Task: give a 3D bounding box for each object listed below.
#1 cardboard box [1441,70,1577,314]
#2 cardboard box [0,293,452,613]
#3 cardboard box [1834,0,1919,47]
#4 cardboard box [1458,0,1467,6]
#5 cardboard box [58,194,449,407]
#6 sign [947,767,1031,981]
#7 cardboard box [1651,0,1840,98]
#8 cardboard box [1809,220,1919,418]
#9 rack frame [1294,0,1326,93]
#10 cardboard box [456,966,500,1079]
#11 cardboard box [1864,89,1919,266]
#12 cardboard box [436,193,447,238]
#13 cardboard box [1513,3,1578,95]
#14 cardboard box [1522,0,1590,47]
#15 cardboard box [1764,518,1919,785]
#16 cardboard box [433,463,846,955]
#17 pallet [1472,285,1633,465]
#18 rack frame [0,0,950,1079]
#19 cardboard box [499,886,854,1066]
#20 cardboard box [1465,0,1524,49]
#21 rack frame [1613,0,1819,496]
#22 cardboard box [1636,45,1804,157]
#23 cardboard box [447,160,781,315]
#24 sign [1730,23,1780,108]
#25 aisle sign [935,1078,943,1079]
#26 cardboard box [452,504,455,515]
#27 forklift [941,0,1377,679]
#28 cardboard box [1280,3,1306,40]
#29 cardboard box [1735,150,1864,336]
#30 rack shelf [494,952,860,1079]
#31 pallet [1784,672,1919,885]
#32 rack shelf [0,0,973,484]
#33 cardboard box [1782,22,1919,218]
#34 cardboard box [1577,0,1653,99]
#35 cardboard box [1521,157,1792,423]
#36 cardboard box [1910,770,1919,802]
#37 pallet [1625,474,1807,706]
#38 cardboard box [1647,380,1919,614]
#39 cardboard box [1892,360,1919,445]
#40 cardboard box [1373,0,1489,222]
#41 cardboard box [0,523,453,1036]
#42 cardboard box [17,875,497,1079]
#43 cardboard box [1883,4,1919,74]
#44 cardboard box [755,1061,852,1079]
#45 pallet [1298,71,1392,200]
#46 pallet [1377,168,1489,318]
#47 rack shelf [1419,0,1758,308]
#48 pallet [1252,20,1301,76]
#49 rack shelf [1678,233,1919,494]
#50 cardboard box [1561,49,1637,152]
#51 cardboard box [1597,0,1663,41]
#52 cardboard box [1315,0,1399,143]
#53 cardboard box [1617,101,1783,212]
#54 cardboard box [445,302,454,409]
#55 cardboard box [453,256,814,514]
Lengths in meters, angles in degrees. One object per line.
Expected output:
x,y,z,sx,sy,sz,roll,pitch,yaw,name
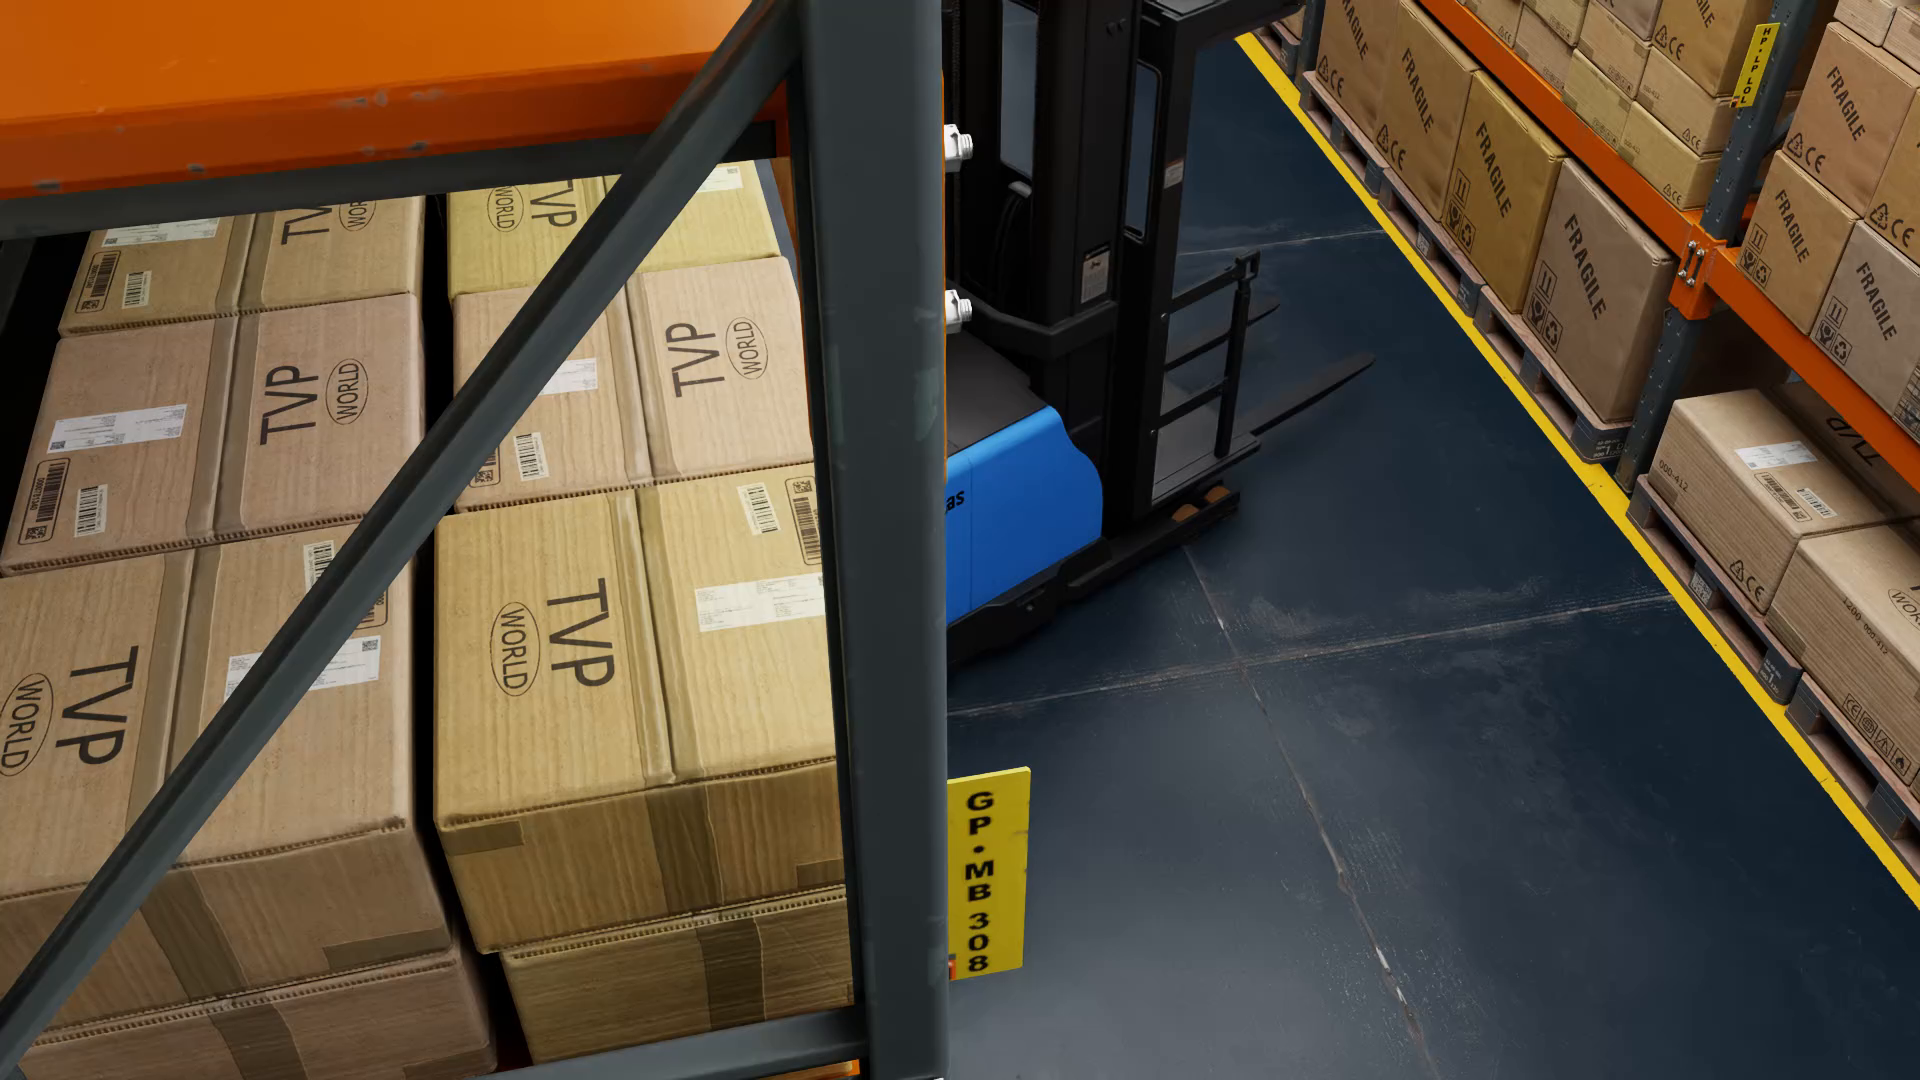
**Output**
3.056,-1.771,8.270,0.875,0.875,0.875,-7,42,-8,cardboard box
-0.992,-0.077,2.330,0.500,0.250,0.500,-10,42,-11,cardboard box
3.285,-1.846,5.753,0.380,0.149,0.250,-9,42,-10,cardboard box
2.703,-2.946,8.423,0.500,0.250,0.500,-7,42,-8,cardboard box
-1.113,-0.410,2.705,0.500,0.250,0.500,-8,42,-9,cardboard box
0.018,0.346,1.683,0.100,0.325,0.005,-8,42,-9,sign
3.129,-2.099,6.527,0.500,0.500,0.500,-7,42,-8,cardboard box
3.421,-0.803,5.820,0.500,0.500,0.500,-8,42,-9,cardboard box
2.607,-4.027,9.527,1.000,3.000,0.127,-8,42,-9,rack frame
-0.807,0.670,2.165,0.380,0.149,0.250,-7,42,-8,cardboard box
3.440,-1.174,5.484,0.500,0.500,0.500,-9,42,-10,cardboard box
-1.195,-0.738,3.074,0.500,0.250,0.500,-8,42,-9,cardboard box
2.929,-2.293,7.686,0.500,0.250,0.500,-9,42,-10,cardboard box
2.905,-2.474,7.514,0.500,0.250,0.500,-7,42,-8,cardboard box
3.695,0.370,6.188,0.875,0.438,0.875,-10,42,-11,cardboard box
-0.362,0.185,2.035,0.500,0.250,0.500,-9,42,-10,cardboard box
3.231,-0.881,8.083,1.003,0.211,1.213,-8,42,-9,pallet
-0.512,-0.371,0.890,1.000,3.000,0.127,-8,42,-9,rack frame
-0.341,0.369,2.205,0.500,0.250,0.500,-9,42,-10,cardboard box
2.813,-2.627,8.063,0.500,0.250,0.500,-8,42,-9,cardboard box
3.471,-1.434,6.606,1.000,3.000,0.127,-8,42,-9,rack frame
3.138,-1.816,6.773,0.500,0.250,0.500,-8,42,-9,cardboard box
-0.575,-0.471,2.774,0.500,0.250,0.500,-9,42,-10,cardboard box
2.943,-1.753,6.153,0.100,0.325,0.005,-8,42,-9,sign
-0.210,0.902,2.016,0.394,0.787,0.004,-8,42,-9,aisle sign
-0.996,0.116,2.489,0.500,0.250,0.500,-8,42,-9,cardboard box
0.600,-1.330,6.540,3.031,2.935,1.130,-29,49,-28,forklift
2.495,-3.569,10.674,0.950,0.372,0.625,-11,43,-12,cardboard box
3.316,-1.130,6.188,0.500,0.500,0.500,-7,42,-8,cardboard box
-0.943,-0.277,3.585,1.077,0.370,4.000,-8,42,-9,rack shelf
3.825,0.905,6.071,1.003,0.211,1.213,-8,42,-9,pallet
-0.943,-1.397,2.590,1.077,0.370,4.000,-8,42,-9,rack shelf
3.337,-1.502,5.854,0.500,0.500,0.500,-8,42,-9,cardboard box
3.023,-2.139,7.136,0.500,0.250,0.500,-7,42,-8,cardboard box
3.259,-1.187,7.612,0.875,0.875,0.875,-7,42,-8,cardboard box
3.888,0.954,5.529,0.875,0.438,0.875,-7,42,-8,cardboard box
3.558,0.113,6.964,1.003,0.211,1.213,-8,42,-9,pallet
3.501,-0.211,6.841,0.875,0.438,0.875,-9,42,-10,cardboard box
3.522,-0.480,5.456,0.500,0.500,0.500,-8,42,-9,cardboard box
2.864,-2.351,8.923,0.875,0.875,0.875,-8,42,-9,cardboard box
-0.880,0.260,1.950,0.500,0.250,0.500,-9,42,-10,cardboard box
-0.873,0.446,2.117,0.500,0.250,0.500,-9,42,-10,cardboard box
3.356,-1.682,5.569,0.380,0.149,0.250,-8,42,-9,cardboard box
-0.353,0.605,2.239,0.380,0.149,0.250,-8,42,-8,cardboard box
2.704,-2.462,9.865,1.003,0.211,1.213,-8,42,-9,pallet
2.964,-1.673,8.976,1.003,0.211,1.213,-8,42,-9,pallet
3.039,-2.462,8.305,1.077,0.370,4.000,-8,42,-9,rack shelf
2.440,-3.491,11.024,1.003,0.211,1.213,-8,42,-9,pallet
3.902,0.131,5.384,1.077,0.370,4.000,-8,42,-9,rack shelf
3.019,-1.963,7.315,0.500,0.250,0.500,-9,42,-10,cardboard box
3.010,-2.433,6.903,0.500,0.500,0.500,-8,42,-8,cardboard box
2.675,-2.930,9.575,0.875,0.875,0.875,-9,42,-10,cardboard box
3.128,-1.633,6.943,0.500,0.250,0.500,-9,42,-10,cardboard box
-1.099,-0.211,2.857,0.500,0.250,0.500,-9,42,-10,cardboard box
-0.454,-0.148,2.409,0.500,0.250,0.500,-9,42,-10,cardboard box
